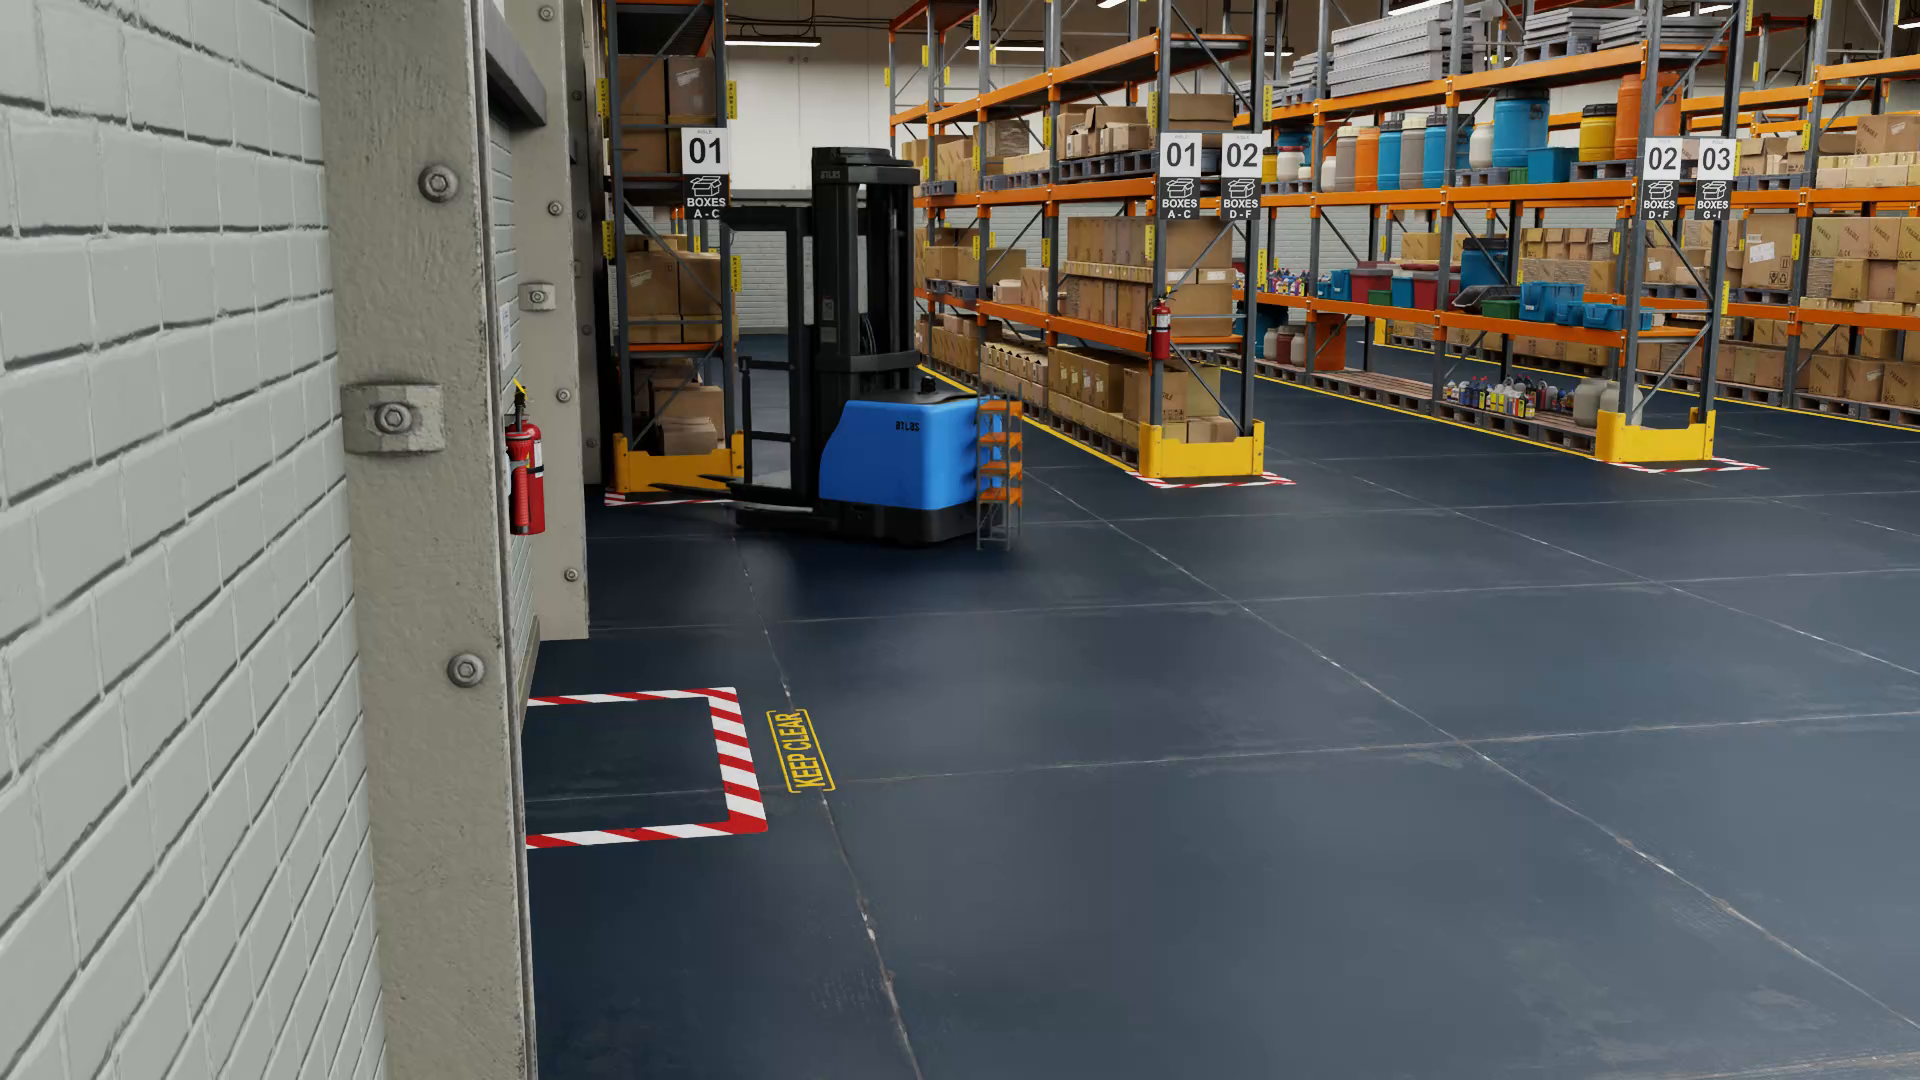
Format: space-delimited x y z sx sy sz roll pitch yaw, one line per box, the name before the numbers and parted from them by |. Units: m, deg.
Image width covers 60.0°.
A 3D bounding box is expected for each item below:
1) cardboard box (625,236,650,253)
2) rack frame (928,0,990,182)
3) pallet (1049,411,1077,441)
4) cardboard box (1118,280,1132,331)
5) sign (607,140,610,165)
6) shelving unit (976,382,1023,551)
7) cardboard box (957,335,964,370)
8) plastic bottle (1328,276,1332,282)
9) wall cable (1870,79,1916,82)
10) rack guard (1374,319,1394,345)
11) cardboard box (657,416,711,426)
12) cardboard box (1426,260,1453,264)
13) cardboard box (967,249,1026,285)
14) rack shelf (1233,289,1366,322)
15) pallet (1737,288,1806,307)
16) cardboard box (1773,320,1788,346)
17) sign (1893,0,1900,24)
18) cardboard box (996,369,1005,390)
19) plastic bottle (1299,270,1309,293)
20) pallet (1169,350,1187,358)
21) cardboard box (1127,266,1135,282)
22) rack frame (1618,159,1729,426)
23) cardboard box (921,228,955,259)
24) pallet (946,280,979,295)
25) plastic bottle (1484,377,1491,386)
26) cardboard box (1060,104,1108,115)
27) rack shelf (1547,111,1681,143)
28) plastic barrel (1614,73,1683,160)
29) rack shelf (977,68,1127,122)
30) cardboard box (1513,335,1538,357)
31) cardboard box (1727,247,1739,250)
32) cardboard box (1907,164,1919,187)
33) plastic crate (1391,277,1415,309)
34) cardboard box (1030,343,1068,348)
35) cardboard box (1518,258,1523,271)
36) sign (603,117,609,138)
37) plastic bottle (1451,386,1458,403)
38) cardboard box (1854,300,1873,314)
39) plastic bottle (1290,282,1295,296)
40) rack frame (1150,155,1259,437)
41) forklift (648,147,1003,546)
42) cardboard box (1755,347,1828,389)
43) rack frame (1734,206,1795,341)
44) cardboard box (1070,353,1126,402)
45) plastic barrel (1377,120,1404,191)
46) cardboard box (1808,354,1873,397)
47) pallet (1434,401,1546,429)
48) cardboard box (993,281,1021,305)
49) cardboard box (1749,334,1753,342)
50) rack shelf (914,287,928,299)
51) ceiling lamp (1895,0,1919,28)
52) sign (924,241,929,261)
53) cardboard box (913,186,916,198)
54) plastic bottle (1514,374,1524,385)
cardboard box | -4.438 -4.050 22.829 0.500 0.250 0.500 -2 11 -9
rack frame | -0.015 -7.264 26.794 1.000 3.000 0.127 -2 11 -11
pallet | 1.655 -1.332 19.132 1.003 0.211 1.213 -2 11 -11
cardboard box | 2.043 -2.439 17.219 0.700 0.500 0.500 -2 11 -11
sign | -4.641 -5.150 22.116 0.100 0.325 0.005 -2 11 -11
shelving unit | 0.296 -0.557 12.412 0.258 1.200 0.503 2 11 12
cardboard box | 0.251 -2.829 25.048 0.500 0.500 0.500 -3 11 -13
plastic bottle | 5.739 -3.950 25.739 0.061 0.283 0.133 -2 11 -11
wall cable | 23.672 -12.713 40.546 2.988 3.039 0.133 -2 11 -11
rack guard | 8.920 -4.187 33.355 1.175 0.500 0.348 -2 11 -11
cardboard box | -2.696 -1.065 16.285 0.500 0.311 0.500 -1 11 -6
cardboard box | 9.062 -5.102 31.084 0.500 0.250 0.500 -2 11 -12
cardboard box | 0.530 -3.950 24.037 0.700 0.500 0.500 -6 12 -30
rack shelf | 5.234 -3.776 26.438 1.077 0.370 4.000 -2 11 -11
pallet | 11.253 -3.260 22.317 1.003 0.211 1.213 -2 11 -11
cardboard box | 14.576 -3.574 29.016 0.500 0.500 0.500 -2 11 -8
sign | 11.795 -6.670 20.965 0.100 0.325 0.005 -2 11 -11
cardboard box | 0.783 -2.145 22.173 0.500 0.250 0.500 -2 11 -13
plastic bottle | 5.436 -4.083 26.259 0.144 0.351 0.185 -2 11 -11
pallet | 4.423 -3.484 30.437 1.003 0.211 1.213 -2 11 -11
cardboard box | 1.909 -2.688 16.794 0.380 0.149 0.250 -2 11 -10
rack frame | 7.179 -2.295 16.734 1.000 3.000 0.127 -2 11 -11
cardboard box | -0.367 -4.941 27.690 0.500 0.500 0.500 -2 11 -11
pallet | 0.380 -3.845 25.391 1.003 0.211 1.213 -2 11 -11
plastic bottle | 6.292 -1.786 19.966 0.144 0.351 0.185 -2 11 -11
cardboard box | 1.460 -4.939 19.872 0.500 0.500 0.500 -2 11 -10
rack shelf | 10.092 -6.707 26.860 1.077 0.370 4.000 -2 11 -11
plastic barrel | 6.959 -4.271 16.818 0.600 0.830 0.708 -2 11 -11
rack shelf | 1.152 -5.614 21.117 1.077 0.370 4.000 -2 11 -11
cardboard box | 10.022 -3.558 27.929 1.225 0.875 0.875 -3 11 -13
cardboard box | 14.217 -5.112 30.469 0.500 0.500 0.500 -2 11 -11
cardboard box | 11.400 -4.232 19.290 0.500 0.250 0.500 -2 11 -12
plastic crate | 5.881 -3.212 21.594 0.392 0.384 0.575 -2 11 -11
cardboard box | 1.214 -2.532 22.708 0.500 0.311 0.500 -2 11 -12
cardboard box | 9.646 -4.540 28.259 0.500 0.500 0.500 -2 11 -11
sign | -3.861 -4.569 18.221 0.100 0.325 0.005 -2 11 -11
plastic bottle | 6.052 -1.778 20.321 0.097 0.201 0.097 0 11 0
cardboard box | 11.184 -2.851 20.327 0.380 0.149 0.250 -2 11 -11
plastic bottle | 5.057 -3.806 25.201 0.097 0.201 0.097 0 11 0
rack frame | 2.319 -2.116 15.791 1.000 3.000 0.127 -2 11 -11
forklift | -1.175 -1.581 13.166 3.031 2.935 1.130 7 13 33
cardboard box | 11.161 -2.311 22.323 0.700 0.500 0.500 -3 11 -15
rack frame | 14.588 -4.838 30.094 1.000 3.000 0.127 -2 11 -11
cardboard box | 1.519 -1.794 18.323 0.500 0.500 0.500 -2 11 -11
plastic barrel | 5.834 -5.074 21.970 0.600 0.901 0.708 -2 11 -11
cardboard box | 11.298 -2.113 21.336 0.500 0.500 0.500 -2 11 -13
pallet | 6.490 -1.535 20.194 1.003 0.211 1.213 -2 11 -11
cardboard box | 0.747 -3.368 22.610 0.500 0.311 0.500 -2 11 -12
cardboard box | 14.832 -3.723 30.734 0.380 0.149 0.250 -3 11 -13
rack shelf | -0.404 -4.330 29.349 1.077 0.370 4.000 -2 11 -11
ceiling lamp | 17.444 -10.619 28.809 0.800 3.185 2.000 -2 11 -11
sign | -0.546 -4.721 27.163 0.100 0.325 0.005 -2 11 -11
cardboard box | -0.563 -5.980 28.470 0.500 0.250 0.500 -2 11 -11
plastic bottle | 6.809 -1.836 20.230 0.144 0.351 0.185 -2 11 -13
